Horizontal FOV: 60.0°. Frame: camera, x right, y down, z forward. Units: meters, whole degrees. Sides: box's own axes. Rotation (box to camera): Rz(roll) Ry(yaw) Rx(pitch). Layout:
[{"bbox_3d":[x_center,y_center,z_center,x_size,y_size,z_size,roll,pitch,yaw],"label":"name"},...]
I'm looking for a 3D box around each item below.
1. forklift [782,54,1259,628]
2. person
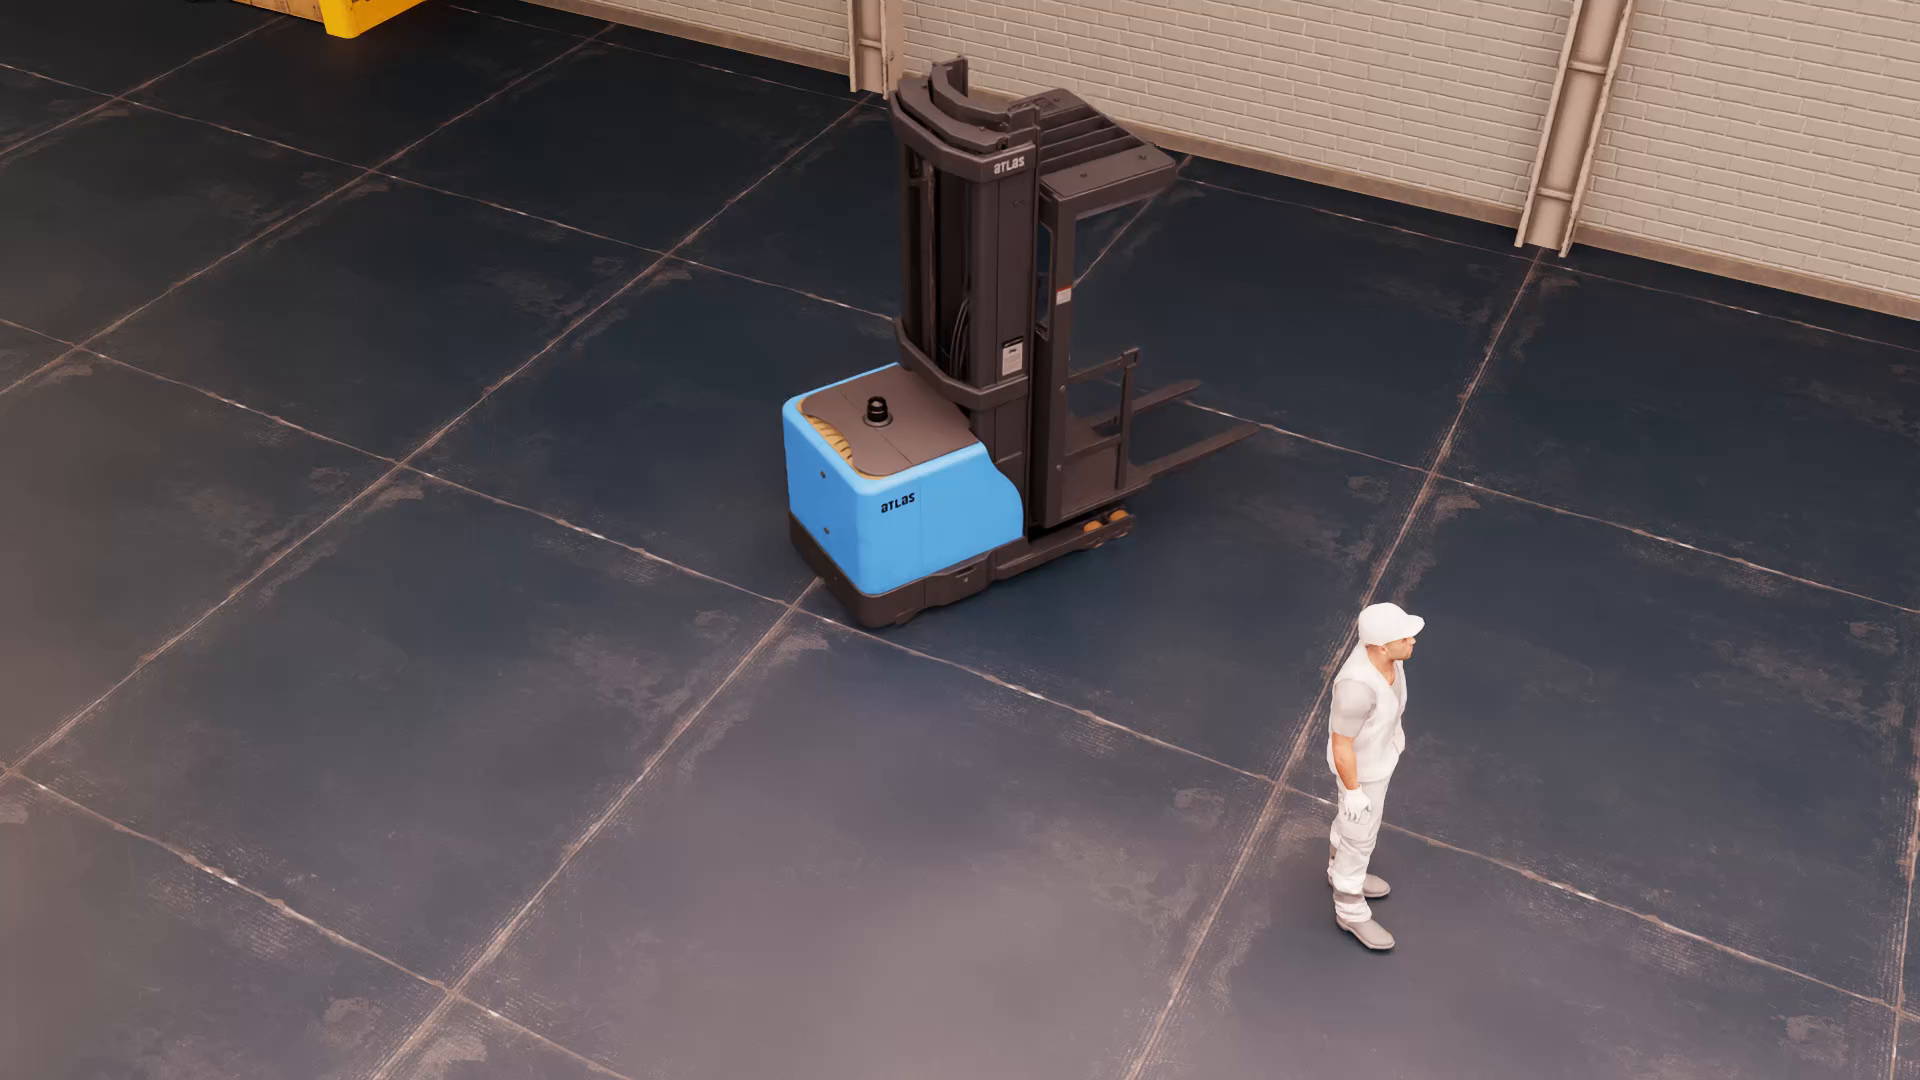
[{"bbox_3d":[0.482,-1.339,9.576,3.031,2.935,1.130,-22,45,-24],"label":"forklift"},{"bbox_3d":[1.939,1.040,7.628,0.561,1.790,0.637,19,44,21],"label":"person"}]
